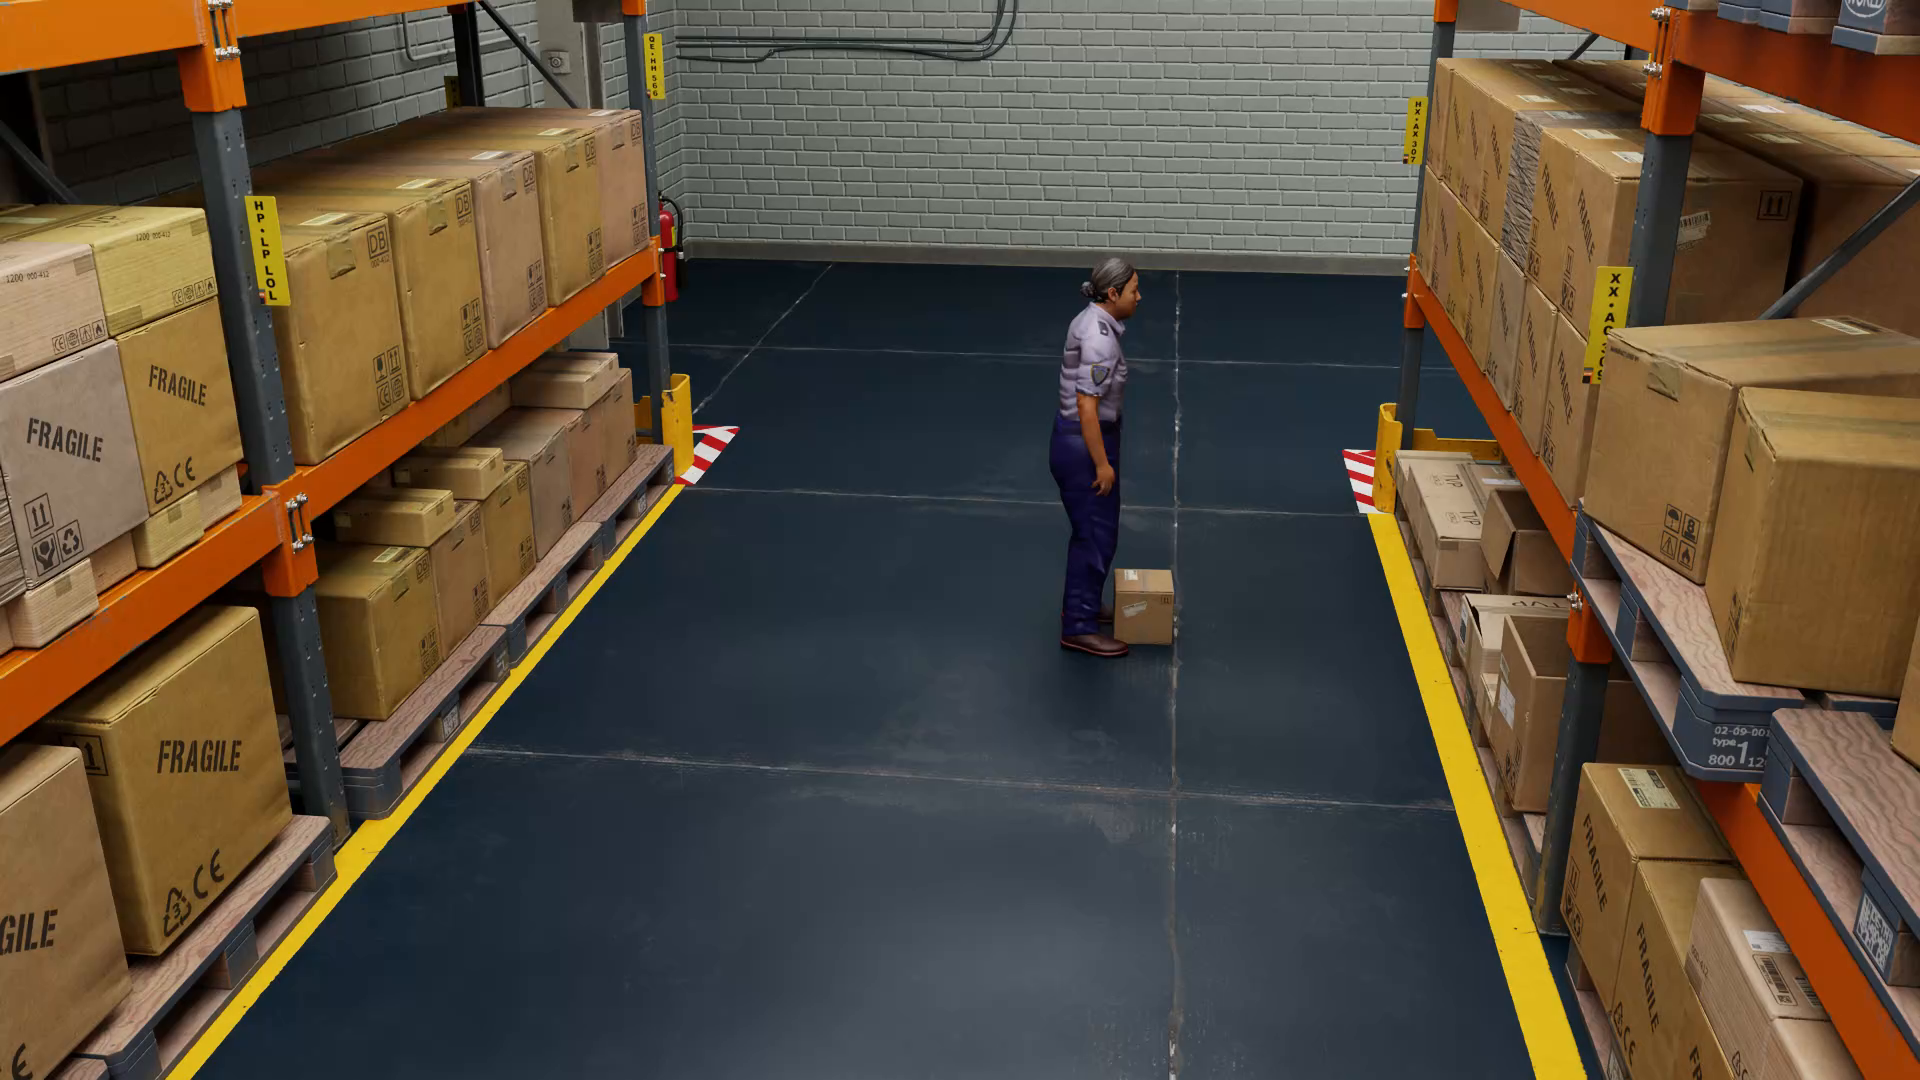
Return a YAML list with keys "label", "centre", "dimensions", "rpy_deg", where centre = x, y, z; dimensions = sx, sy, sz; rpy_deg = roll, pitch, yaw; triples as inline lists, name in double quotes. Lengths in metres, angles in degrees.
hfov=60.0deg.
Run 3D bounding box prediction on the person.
- label: "person"
  centre: [0.562, -0.368, 7.038]
  dimensions: [0.367, 1.651, 0.564]
  rpy_deg: [1, 21, 3]
